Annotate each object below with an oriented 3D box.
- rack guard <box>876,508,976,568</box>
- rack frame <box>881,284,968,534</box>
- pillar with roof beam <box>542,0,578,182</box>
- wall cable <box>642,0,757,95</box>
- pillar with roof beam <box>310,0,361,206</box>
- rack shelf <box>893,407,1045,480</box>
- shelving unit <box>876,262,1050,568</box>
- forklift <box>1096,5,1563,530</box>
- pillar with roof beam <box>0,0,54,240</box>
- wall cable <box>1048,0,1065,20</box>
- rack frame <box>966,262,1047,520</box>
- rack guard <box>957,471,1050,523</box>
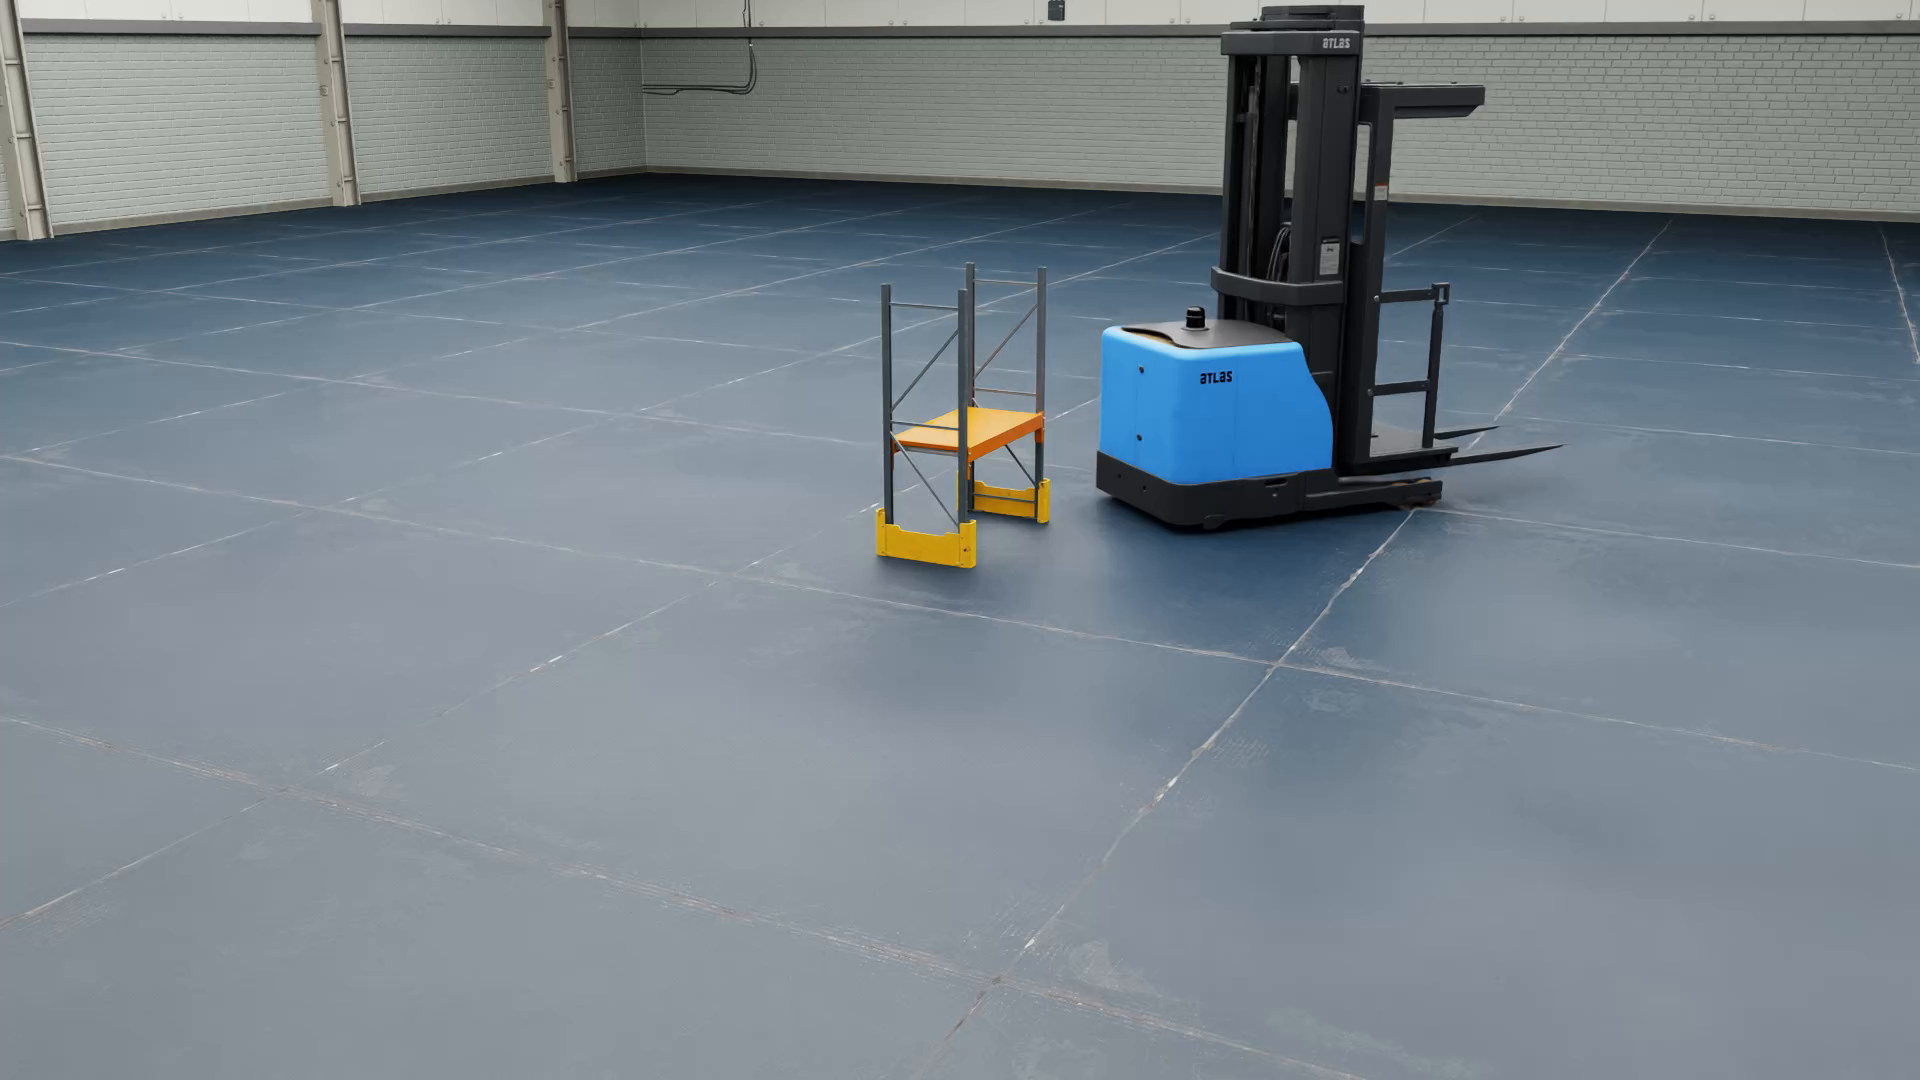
[{"bbox_3d":[-0.188,-0.012,9.127,0.587,0.250,0.087,8,18,25],"label":"rack guard"},{"bbox_3d":[-0.189,-0.611,8.948,0.500,1.500,0.032,8,18,25],"label":"rack frame"},{"bbox_3d":[-4.384,-11.255,31.615,9.100,9.000,0.400,8,18,25],"label":"pillar with roof beam"},{"bbox_3d":[-5.736,-10.897,35.861,3.097,2.526,0.112,8,18,25],"label":"wall cable"},{"bbox_3d":[-7.065,-9.727,26.469,9.100,9.000,0.400,8,18,25],"label":"pillar with roof beam"},{"bbox_3d":[0.038,-0.568,9.435,0.538,0.185,1.000,8,18,25],"label":"rack shelf"},{"bbox_3d":[0.034,-0.738,9.376,0.587,1.500,1.083,8,18,25],"label":"shelving unit"},{"bbox_3d":[2.412,-1.722,10.173,3.031,2.935,1.130,-7,18,-23],"label":"forklift"},{"bbox_3d":[-9.746,-8.199,21.324,9.100,9.000,0.400,8,18,25],"label":"pillar with roof beam"},{"bbox_3d":[2.750,-12.804,30.854,2.305,6.003,0.169,8,18,25],"label":"wall cable"},{"bbox_3d":[0.265,-0.870,9.820,0.500,1.500,0.032,8,18,25],"label":"rack frame"},{"bbox_3d":[0.257,-0.266,9.981,0.587,0.250,0.087,8,18,25],"label":"rack guard"}]
